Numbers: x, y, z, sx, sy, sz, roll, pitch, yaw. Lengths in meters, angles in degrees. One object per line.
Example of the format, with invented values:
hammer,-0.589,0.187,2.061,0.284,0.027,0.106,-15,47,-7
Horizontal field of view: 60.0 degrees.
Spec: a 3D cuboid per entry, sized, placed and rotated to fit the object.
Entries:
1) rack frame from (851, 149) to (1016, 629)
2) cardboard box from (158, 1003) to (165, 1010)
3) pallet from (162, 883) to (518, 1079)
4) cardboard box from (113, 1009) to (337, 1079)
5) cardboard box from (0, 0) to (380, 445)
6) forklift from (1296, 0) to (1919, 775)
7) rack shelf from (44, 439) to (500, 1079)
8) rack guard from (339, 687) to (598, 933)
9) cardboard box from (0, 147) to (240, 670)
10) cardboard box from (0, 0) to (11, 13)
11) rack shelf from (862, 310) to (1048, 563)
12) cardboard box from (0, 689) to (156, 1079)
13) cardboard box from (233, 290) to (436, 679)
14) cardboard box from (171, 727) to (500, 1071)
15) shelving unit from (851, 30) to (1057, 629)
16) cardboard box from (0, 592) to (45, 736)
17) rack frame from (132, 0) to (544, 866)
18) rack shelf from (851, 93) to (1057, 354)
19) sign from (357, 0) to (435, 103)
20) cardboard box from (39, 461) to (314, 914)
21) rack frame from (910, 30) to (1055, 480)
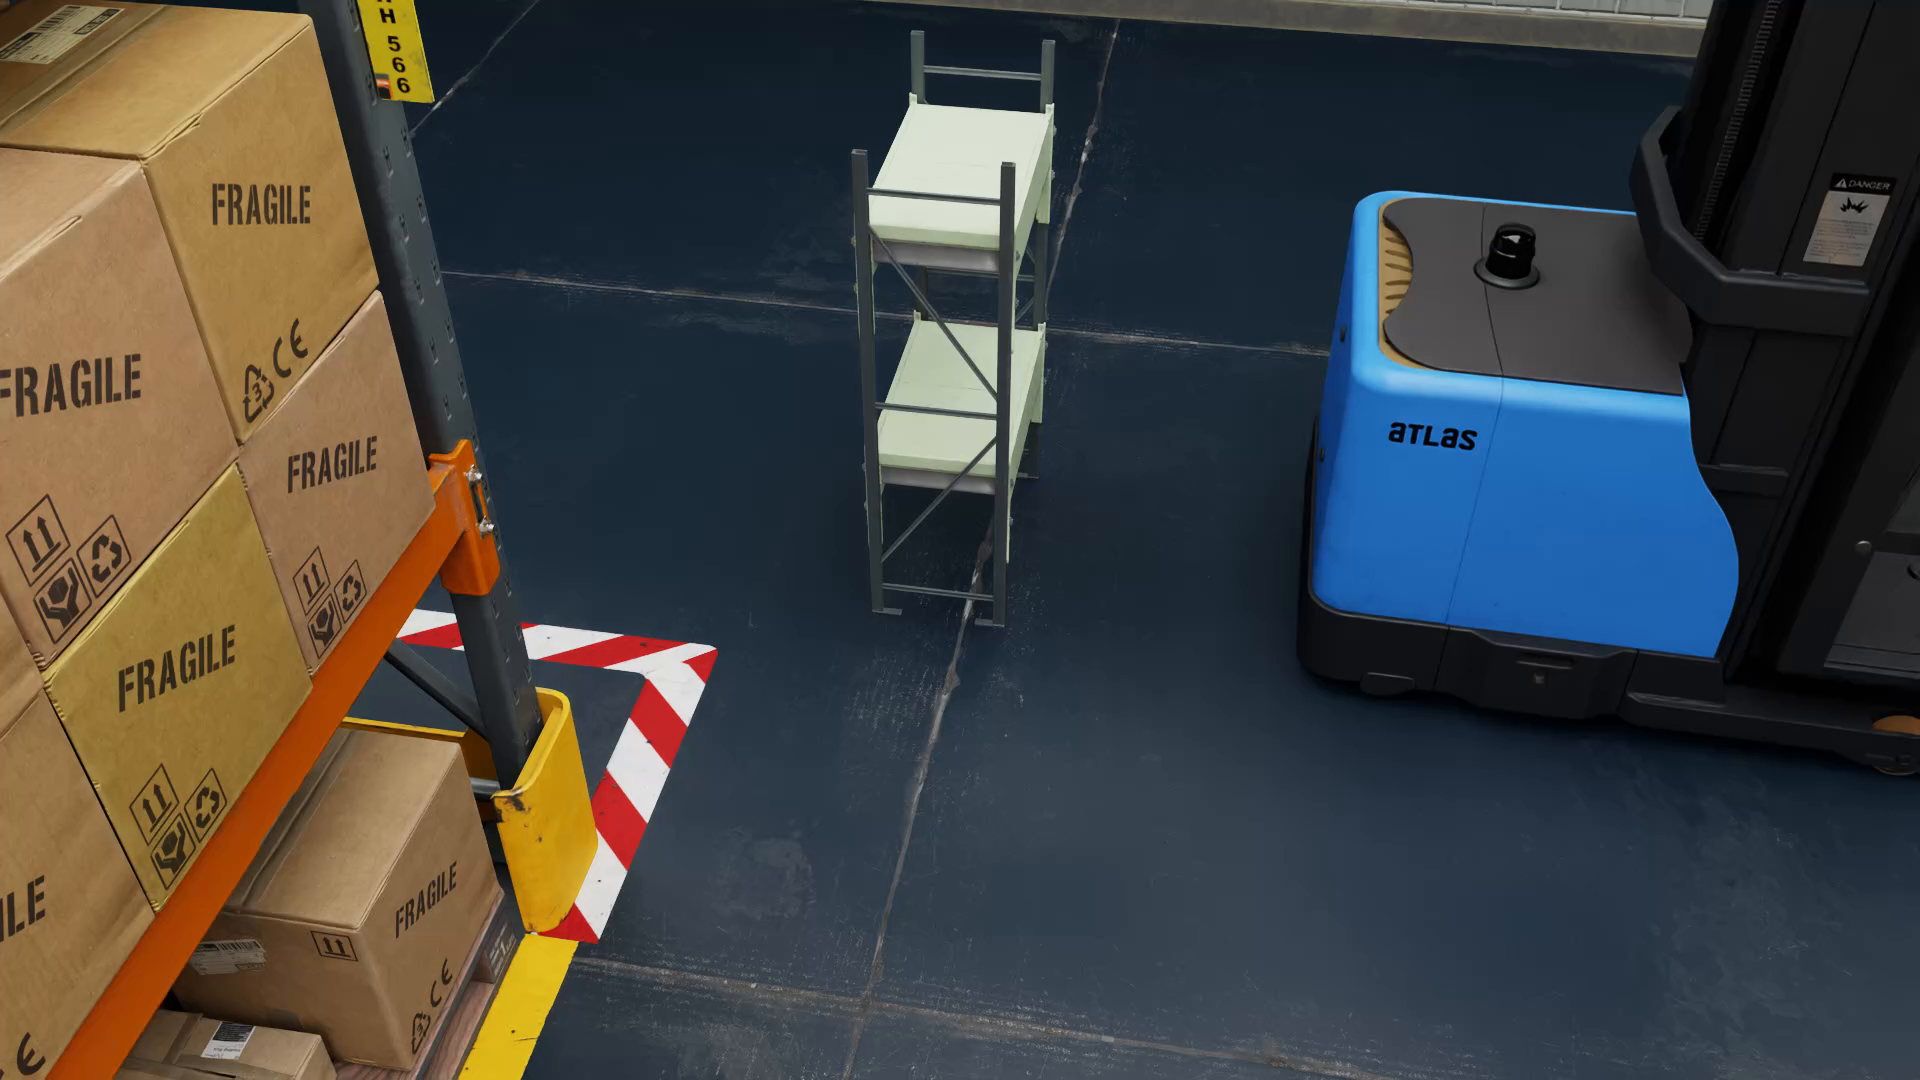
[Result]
rack frame,-0.064,-0.344,4.489,0.400,1.500,0.023,6,40,8
cardboard box,-1.977,1.109,3.368,0.500,0.250,0.500,6,40,8
pallet,-1.667,1.218,3.612,1.003,0.211,1.213,6,40,8
cardboard box,-1.527,1.130,3.408,0.380,0.166,0.250,6,40,8
cardboard box,-1.323,-0.519,2.661,0.500,0.500,0.500,6,40,7
forklift,2.530,-0.842,3.968,3.031,2.935,1.130,7,40,8
rack shelf,-1.863,1.127,2.097,1.077,0.370,4.000,6,40,8
rack guard,-1.530,0.606,4.125,1.175,0.500,0.348,6,40,8
cardboard box,-1.409,-0.202,2.278,0.500,0.500,0.500,7,40,9
cardboard box,-1.853,-0.580,2.734,0.500,0.500,0.500,8,40,9
rack shelf,-0.001,-0.323,4.975,0.431,0.370,0.720,6,40,8
cardboard box,-1.504,0.506,2.206,0.500,0.500,0.500,7,40,8
cardboard box,-1.326,-0.133,2.978,0.500,0.500,0.500,8,40,9
cardboard box,-1.368,0.757,3.597,0.500,0.500,0.500,6,40,8
shelving unit,-0.001,-0.574,4.767,0.431,1.500,0.755,6,40,8
cardboard box,-1.494,0.124,1.883,0.500,0.500,0.500,7,40,9
rack frame,-1.517,-0.405,3.386,1.000,3.000,0.127,6,40,8
rack shelf,-0.001,-0.875,4.518,0.431,0.370,0.720,6,40,8
sign,-0.973,-0.900,2.827,0.100,0.325,0.005,6,40,8
cardboard box,-1.412,0.193,2.584,0.500,0.500,0.500,7,40,8
rack frame,0.062,-0.804,5.045,0.400,1.500,0.023,6,40,8
